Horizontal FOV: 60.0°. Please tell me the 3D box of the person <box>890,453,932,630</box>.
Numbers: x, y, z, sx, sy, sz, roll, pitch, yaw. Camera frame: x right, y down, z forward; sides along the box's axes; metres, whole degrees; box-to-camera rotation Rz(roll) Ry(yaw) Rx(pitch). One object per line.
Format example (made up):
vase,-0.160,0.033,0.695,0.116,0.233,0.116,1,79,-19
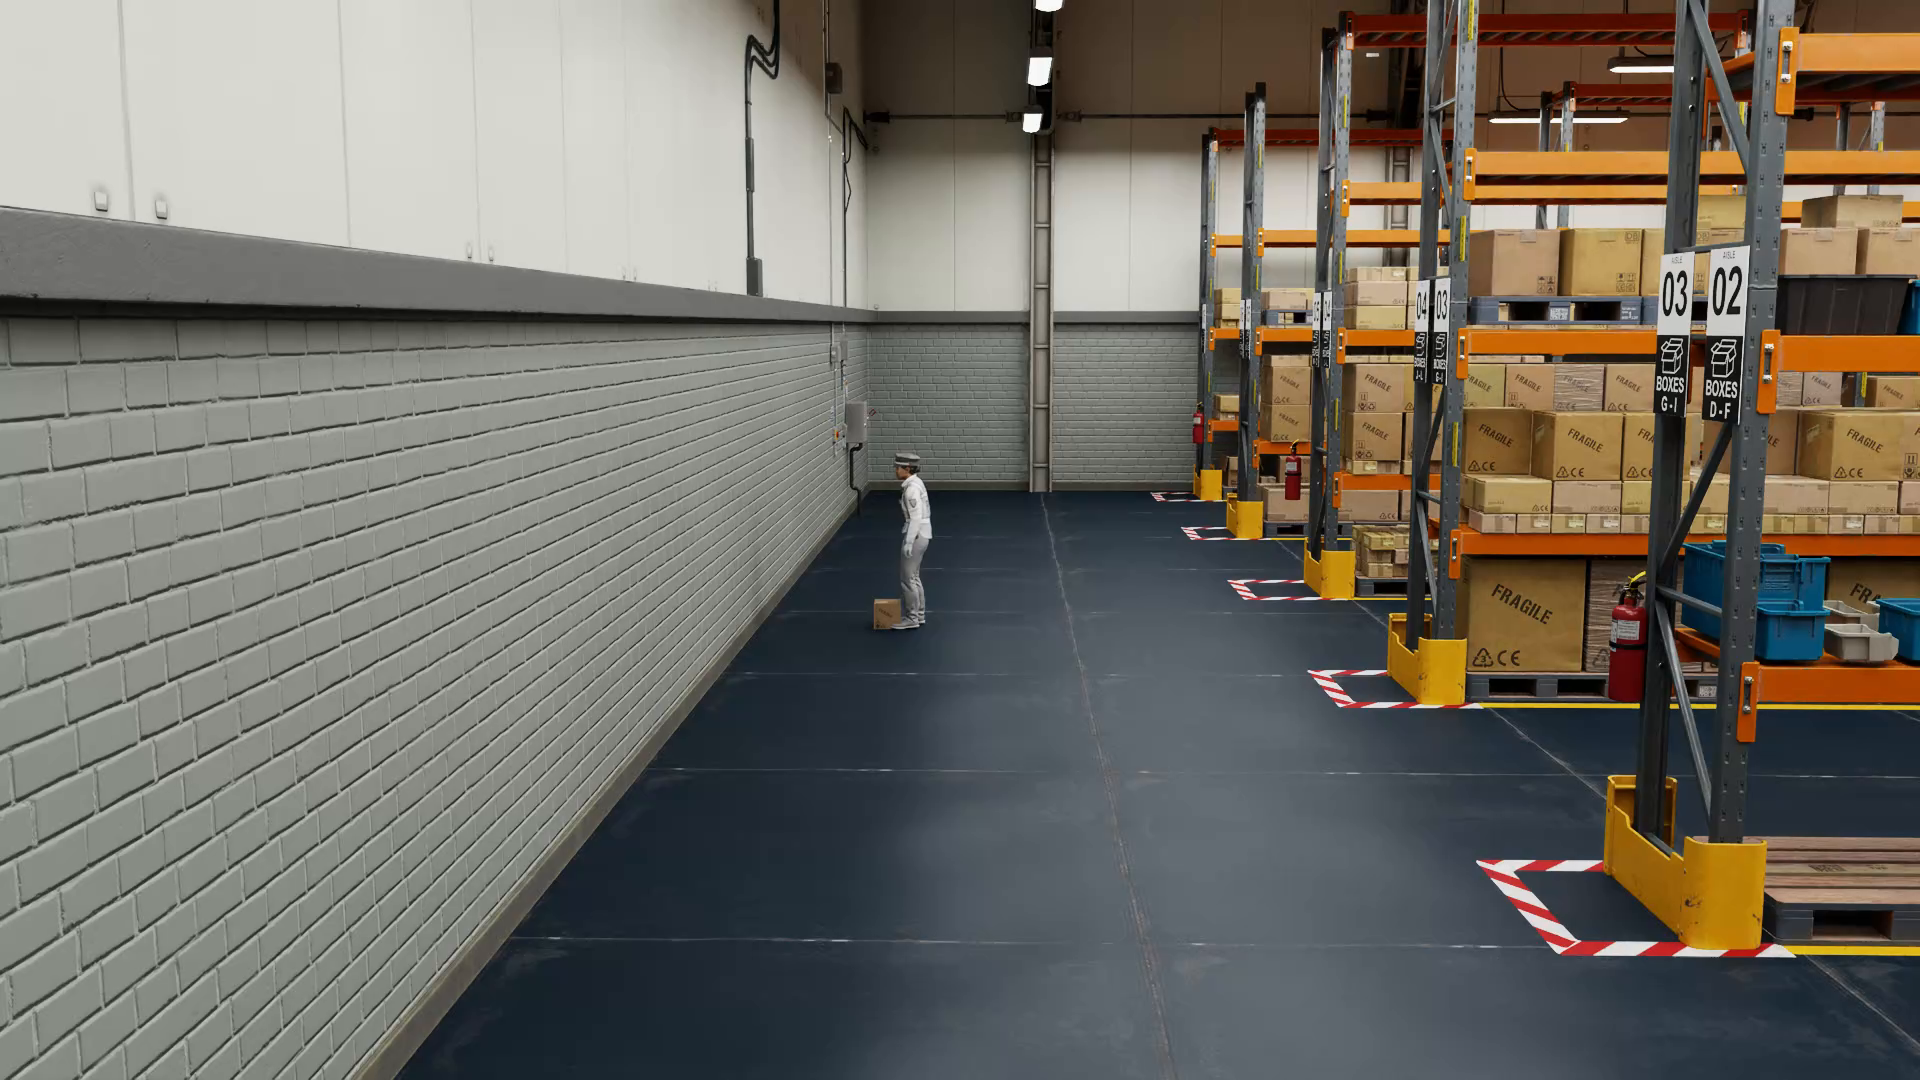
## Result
person,-0.469,0.005,15.716,0.406,1.666,0.544,0,7,-1
